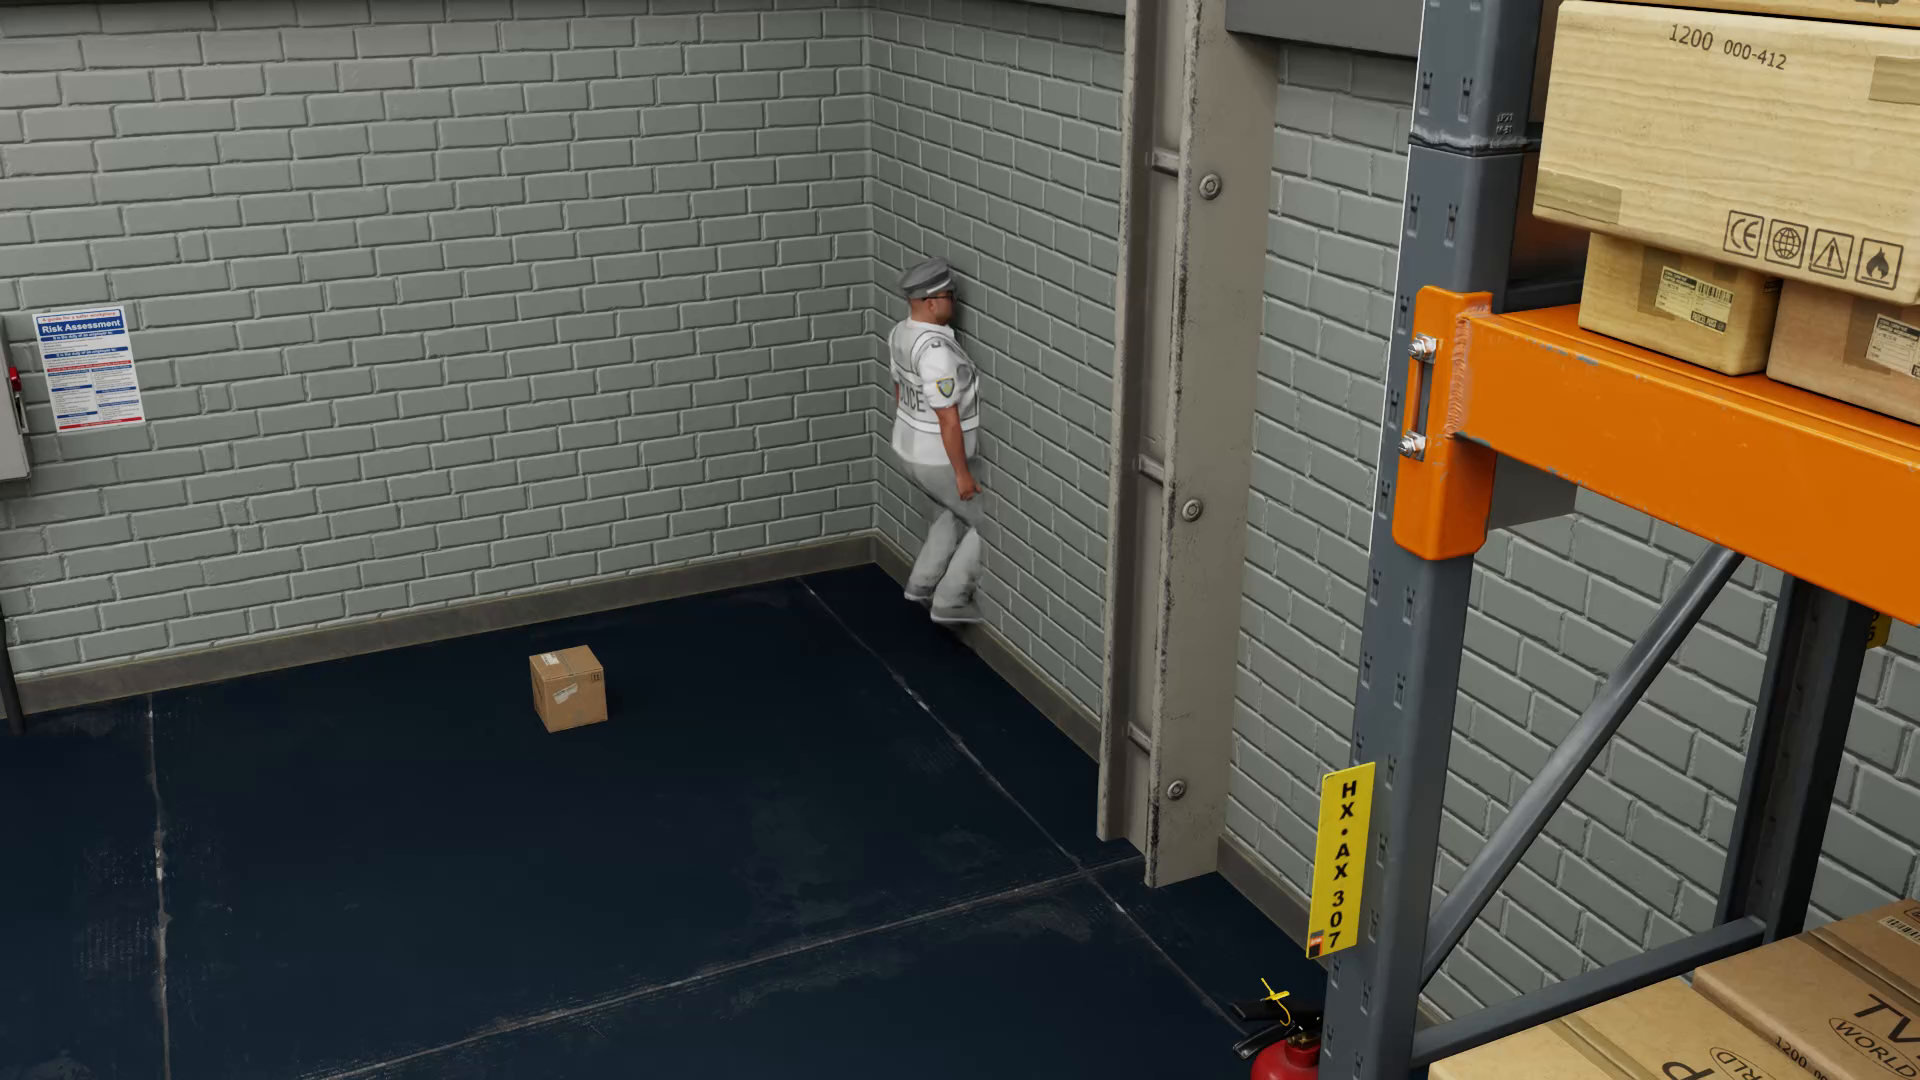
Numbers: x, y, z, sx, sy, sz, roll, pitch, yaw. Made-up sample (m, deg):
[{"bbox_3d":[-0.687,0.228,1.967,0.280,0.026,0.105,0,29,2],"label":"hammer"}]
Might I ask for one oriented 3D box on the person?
[{"bbox_3d":[-0.040,-0.443,7.431,0.489,1.660,0.534,-9,24,-21],"label":"person"}]
